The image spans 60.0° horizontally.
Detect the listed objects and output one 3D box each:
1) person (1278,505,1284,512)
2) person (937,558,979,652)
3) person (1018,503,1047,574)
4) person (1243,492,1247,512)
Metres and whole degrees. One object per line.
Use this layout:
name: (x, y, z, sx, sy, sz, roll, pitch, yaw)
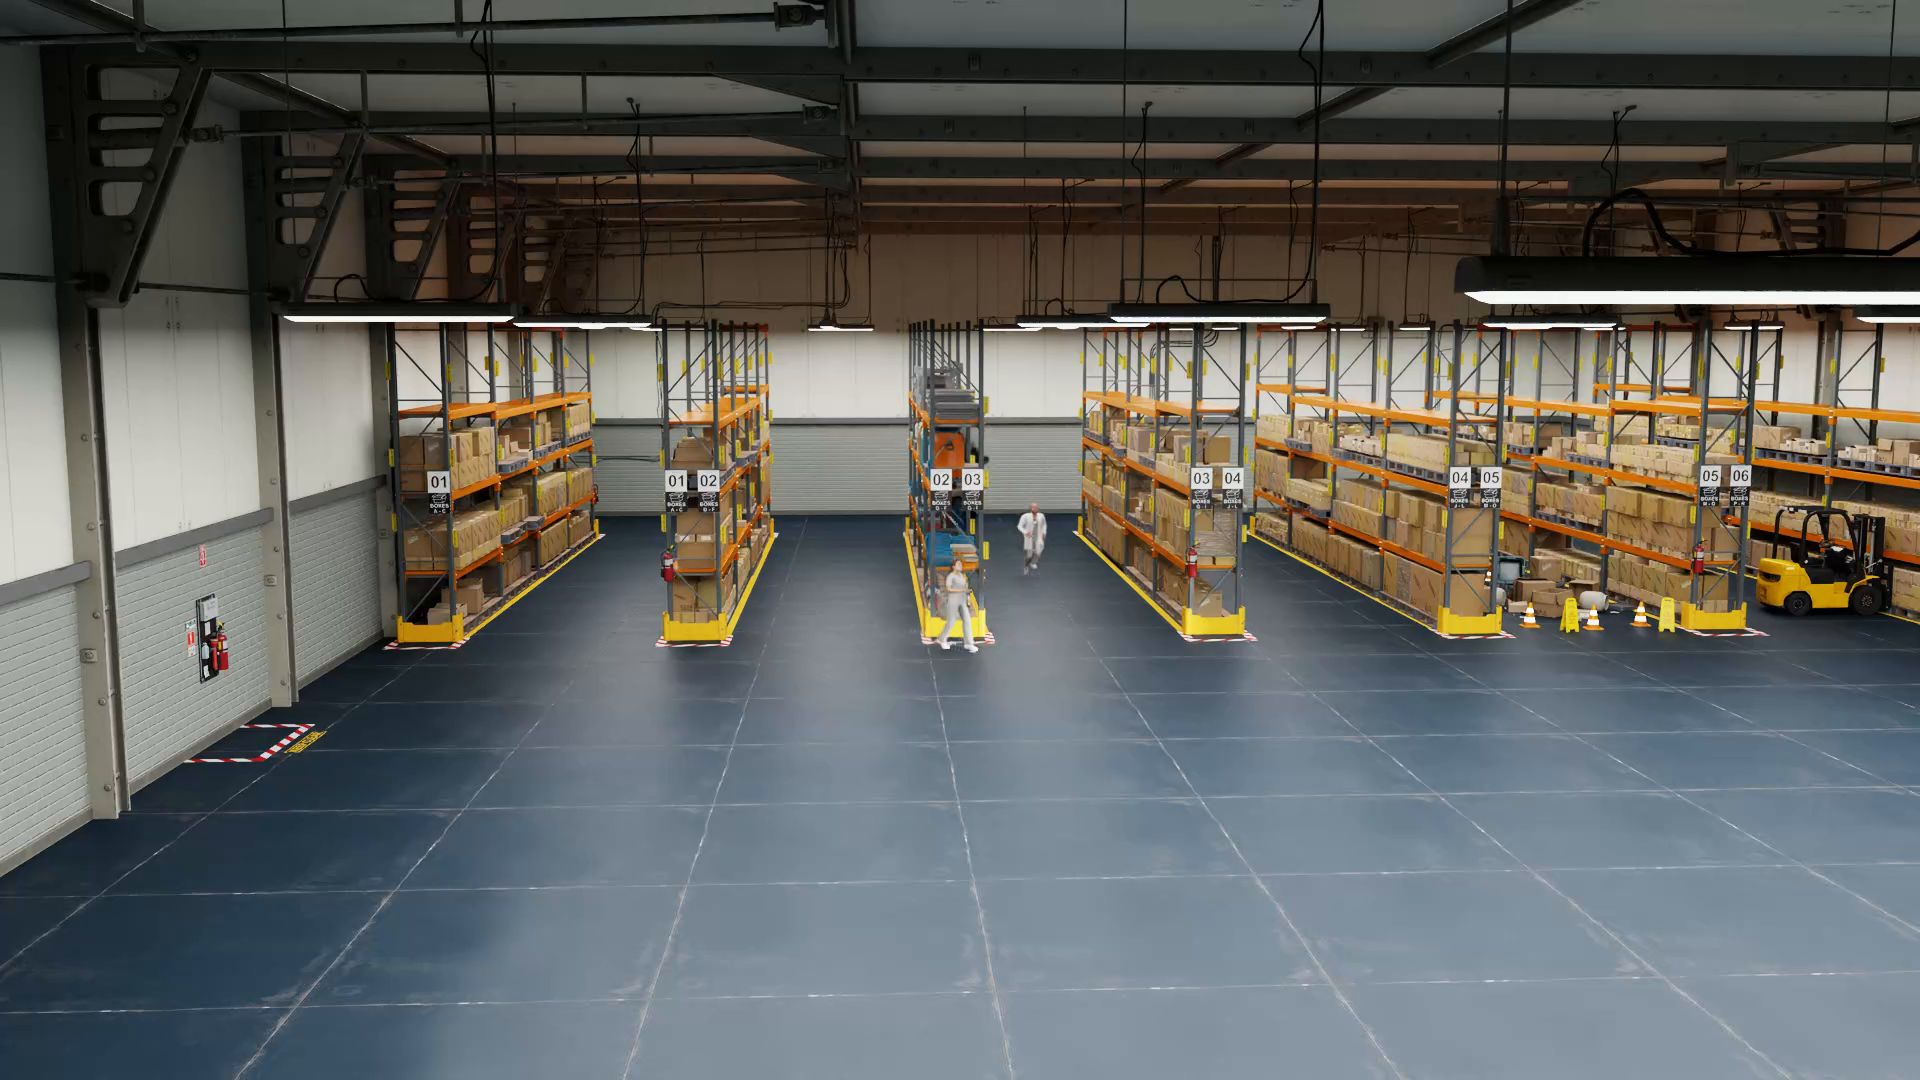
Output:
person: (9.646, -1.138, 48.918, 0.780, 1.639, 0.581, -1, 7, -7)
person: (-0.057, 1.162, 30.031, 0.858, 1.681, 0.576, 6, 9, 38)
person: (1.712, -0.018, 38.816, 0.707, 1.712, 0.753, -2, 7, -13)
person: (7.400, -0.711, 44.907, 0.681, 1.792, 0.997, 0, 7, -2)
